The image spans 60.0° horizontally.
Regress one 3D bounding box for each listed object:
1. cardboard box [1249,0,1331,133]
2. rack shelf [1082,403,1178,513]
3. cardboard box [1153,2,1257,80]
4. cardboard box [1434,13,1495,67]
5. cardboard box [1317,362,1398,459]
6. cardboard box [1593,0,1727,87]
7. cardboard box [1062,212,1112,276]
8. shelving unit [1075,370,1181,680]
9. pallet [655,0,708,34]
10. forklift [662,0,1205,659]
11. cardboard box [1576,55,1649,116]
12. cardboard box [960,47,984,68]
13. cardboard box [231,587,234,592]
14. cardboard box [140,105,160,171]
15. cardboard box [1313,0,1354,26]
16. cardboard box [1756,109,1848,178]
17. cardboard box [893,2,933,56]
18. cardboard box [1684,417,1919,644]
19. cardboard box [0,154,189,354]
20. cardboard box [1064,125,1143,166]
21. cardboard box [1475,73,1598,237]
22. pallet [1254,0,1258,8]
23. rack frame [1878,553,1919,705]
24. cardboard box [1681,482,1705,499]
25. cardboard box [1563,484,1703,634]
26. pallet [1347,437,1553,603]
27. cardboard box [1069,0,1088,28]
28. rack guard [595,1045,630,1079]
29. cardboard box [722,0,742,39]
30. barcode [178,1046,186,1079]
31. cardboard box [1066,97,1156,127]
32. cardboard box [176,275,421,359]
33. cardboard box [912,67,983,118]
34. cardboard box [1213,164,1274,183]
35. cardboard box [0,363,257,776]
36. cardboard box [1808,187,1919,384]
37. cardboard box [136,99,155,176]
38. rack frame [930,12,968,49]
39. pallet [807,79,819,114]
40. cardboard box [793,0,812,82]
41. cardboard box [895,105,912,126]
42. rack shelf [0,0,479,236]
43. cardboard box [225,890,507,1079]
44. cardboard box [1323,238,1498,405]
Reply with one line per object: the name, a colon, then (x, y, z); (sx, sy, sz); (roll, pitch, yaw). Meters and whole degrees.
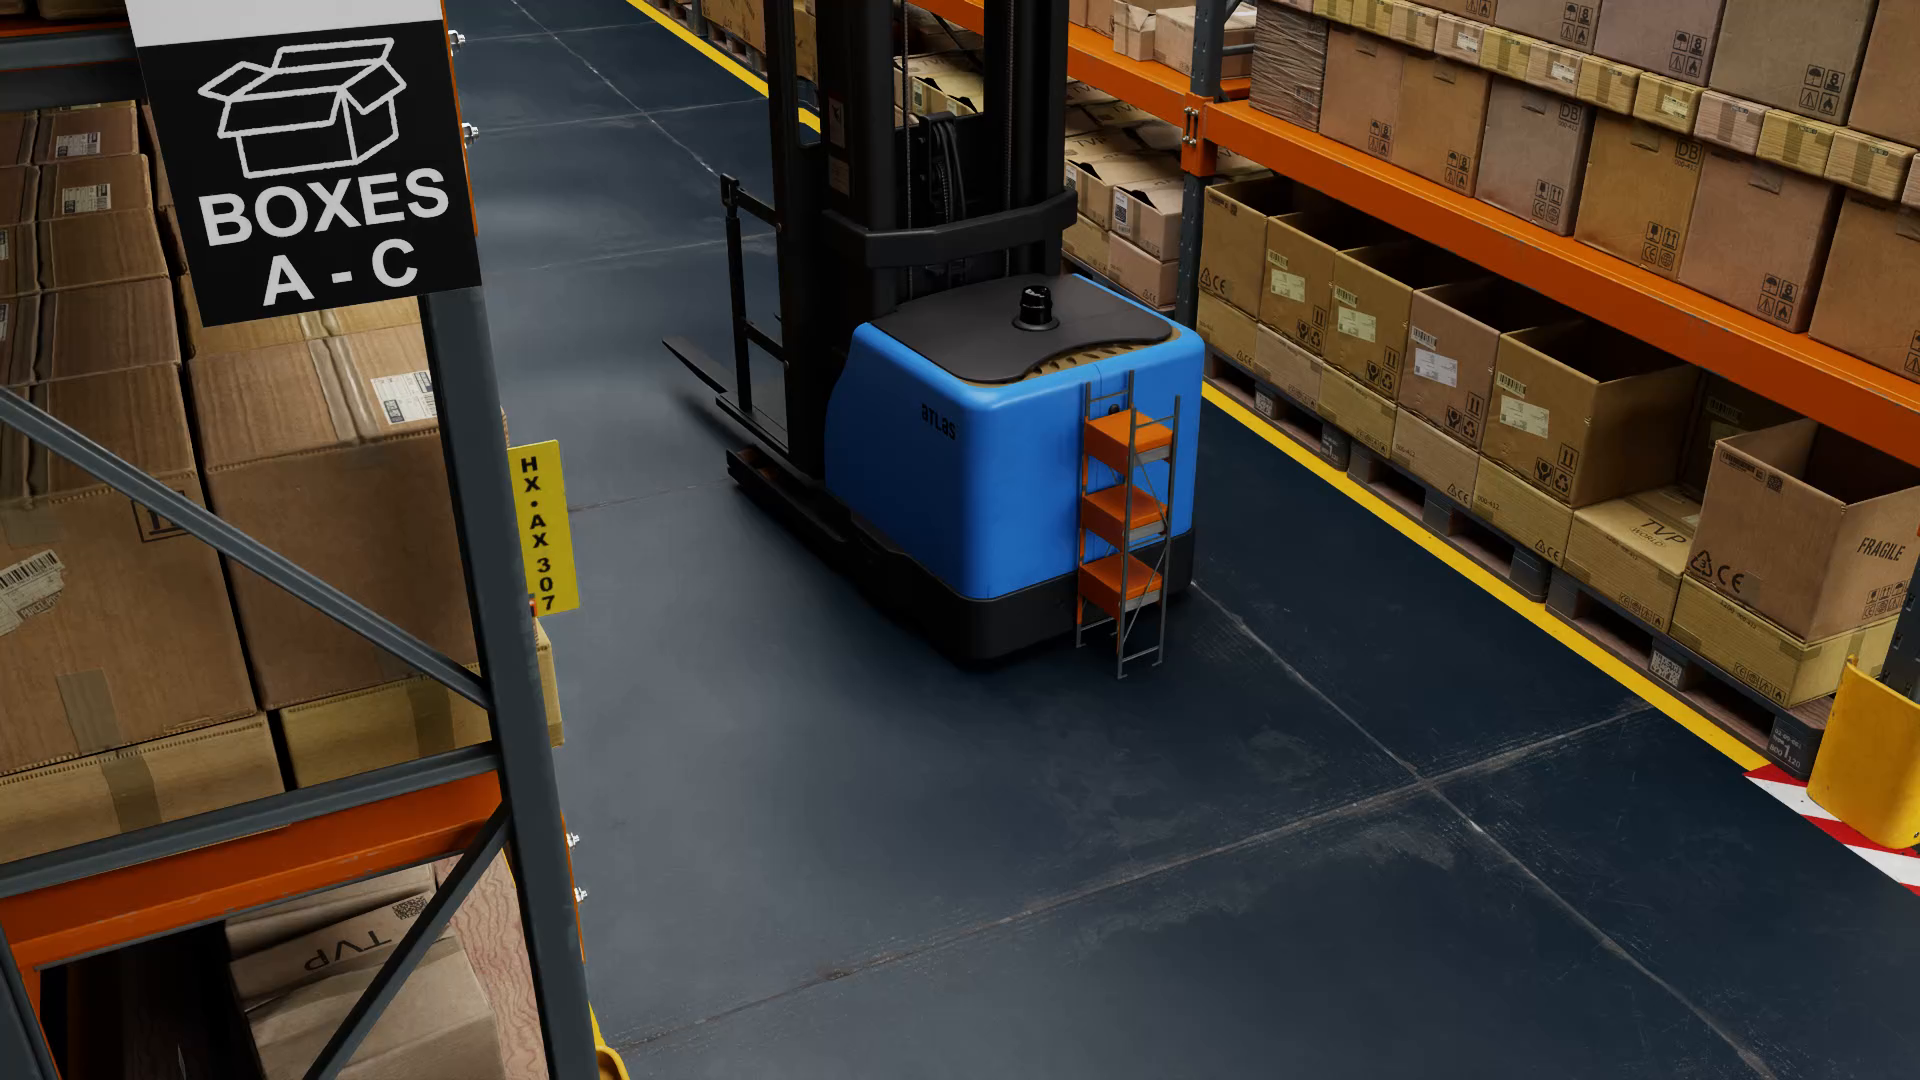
cardboard box: (1.748, -2.180, 7.469); (0.700, 0.500, 0.500); (-14, 32, -23)
rack shelf: (0.571, -0.280, 5.617); (0.215, 0.259, 0.240); (-18, 34, -28)
cardboard box: (1.301, -2.474, 8.249); (0.500, 0.250, 0.500); (-11, 31, -19)
cardboard box: (2.049, -1.930, 6.359); (0.380, 0.149, 0.250); (-14, 32, -23)
cardboard box: (1.897, -0.603, 7.140); (0.500, 0.250, 0.500); (-13, 32, -22)
cardboard box: (2.610, -1.860, 5.571); (0.700, 0.500, 0.500); (-13, 32, -22)
cardboard box: (0.896, -1.661, 9.028); (0.500, 0.250, 0.500); (-14, 32, -23)
shelving unit: (0.571, -0.042, 5.751); (0.215, 1.050, 0.252); (-18, 34, -28)
pallet: (-2.177, -4.952, 15.366); (1.003, 0.211, 1.213); (-13, 32, -22)
forklift: (-0.341, -1.536, 6.492); (1.130, 2.935, 3.031); (-18, 34, -28)
cardboard box: (2.376, -1.591, 5.755); (0.380, 0.149, 0.250); (-12, 32, -21)
cardboard box: (0.282, -3.147, 11.104); (0.500, 0.311, 0.500); (-12, 32, -21)
cardboard box: (-1.811, 0.141, 3.565); (0.500, 0.250, 0.500); (-12, 31, -21)
cardboard box: (-2.012, -0.972, 4.783); (0.500, 0.500, 0.500); (-14, 32, -23)
cardboard box: (1.713, -2.274, 6.973); (0.380, 0.149, 0.250); (-14, 32, -23)
cardboard box: (2.709, -1.248, 5.143); (0.380, 0.149, 0.250); (-14, 32, -23)
cardboard box: (-0.333, -3.691, 12.371); (0.500, 0.500, 0.500); (-14, 32, -24)
cardboard box: (2.770, -0.050, 5.387); (0.500, 0.500, 0.500); (-13, 32, -22)
cardboard box: (-2.247, -0.631, 4.174); (0.500, 0.500, 0.500); (-13, 32, -21)
cardboard box: (0.678, -2.128, 9.286); (0.500, 0.311, 0.500); (-13, 32, -22)
cardboard box: (2.413, -1.500, 6.256); (0.700, 0.500, 0.500); (-12, 31, -21)
pallet: (3.414, -4.798, 15.091); (1.003, 0.211, 1.213); (-13, 32, -22)
rack frame: (3.269, -0.564, 4.689); (1.000, 3.000, 0.127); (-13, 32, -22)
cardboard box: (3.022, -0.052, 6.157); (0.500, 0.250, 0.500); (-13, 32, -22)
cardboard box: (2.546, 0.059, 5.960); (0.500, 0.250, 0.500); (-13, 32, -22)
pallet: (2.383, -0.215, 6.918); (1.003, 0.211, 1.213); (-13, 32, -22)
cardboard box: (0.796, -3.171, 9.237); (0.500, 0.500, 0.500); (-13, 32, -22)
rack guard: (-1.236, 1.534, 3.503); (1.175, 0.500, 0.348); (-13, 32, -22)
cardboard box: (-1.656, -4.469, 13.758); (0.500, 0.500, 0.500); (-13, 32, -21)
barcode: (-1.788, 1.206, 3.823); (0.001, 0.075, 0.075); (-13, 32, -22)
cardboard box: (0.938, -2.473, 9.903); (0.500, 0.311, 0.500); (-12, 32, -21)
cardboard box: (-1.340, -0.287, 3.562); (0.500, 0.500, 0.500); (-13, 32, -22)
cardboard box: (0.027, -2.803, 10.491); (0.500, 0.311, 0.500); (-14, 32, -23)
cardboard box: (1.599, -1.795, 8.692); (0.500, 0.311, 0.500); (-13, 32, -22)
cardboard box: (-1.598, 0.044, 2.972); (0.500, 0.500, 0.500); (-13, 32, -23)
cardboard box: (3.080, -0.817, 5.037); (0.700, 0.500, 0.500); (-13, 32, -22)
cardboard box: (-2.907, -1.308, 5.383); (0.500, 0.500, 0.500); (-14, 32, -23)
rack frame: (-0.165, -4.098, 10.992); (1.000, 3.000, 0.127); (-13, 32, -22)
pallet: (-0.452, -3.220, 12.276); (1.003, 0.211, 1.213); (-13, 32, -22)
cardboard box: (-1.001, -3.792, 12.552); (0.500, 0.500, 0.500); (-14, 32, -24)
cardboard box: (-0.206, -2.789, 11.039); (0.500, 0.250, 0.500); (-13, 32, -22)
rack shelf: (-2.062, -1.401, 3.849); (1.077, 0.370, 4.000); (-13, 32, -22)
cardboard box: (-1.419, 1.134, 3.960); (0.500, 0.311, 0.500); (-17, 33, -28)
cardboard box: (1.898, -0.930, 6.957); (0.500, 0.500, 0.500); (-13, 32, -22)
